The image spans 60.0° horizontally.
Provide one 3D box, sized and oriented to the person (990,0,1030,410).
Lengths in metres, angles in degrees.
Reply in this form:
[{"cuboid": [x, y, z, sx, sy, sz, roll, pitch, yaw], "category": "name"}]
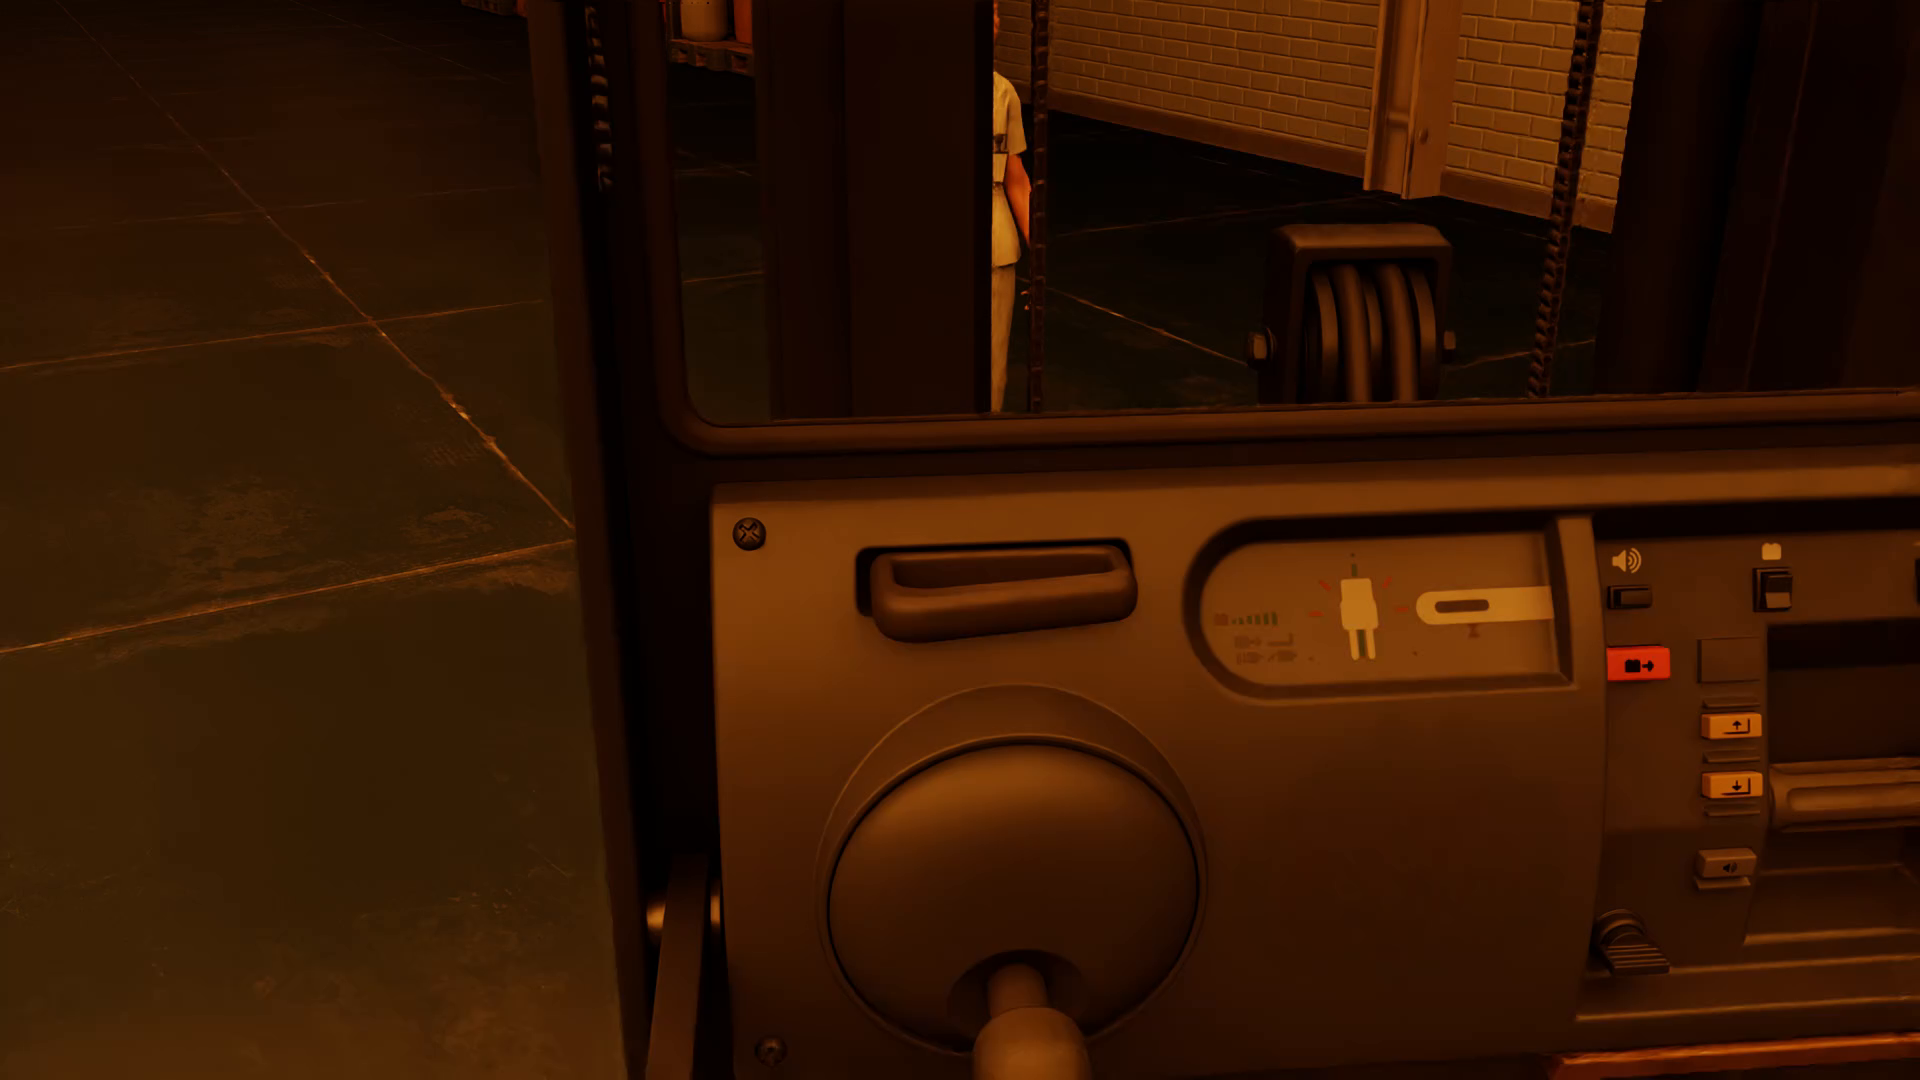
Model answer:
[{"cuboid": [0.025, -0.755, 4.748, 0.549, 1.673, 0.548, -12, 25, -28], "category": "person"}]
